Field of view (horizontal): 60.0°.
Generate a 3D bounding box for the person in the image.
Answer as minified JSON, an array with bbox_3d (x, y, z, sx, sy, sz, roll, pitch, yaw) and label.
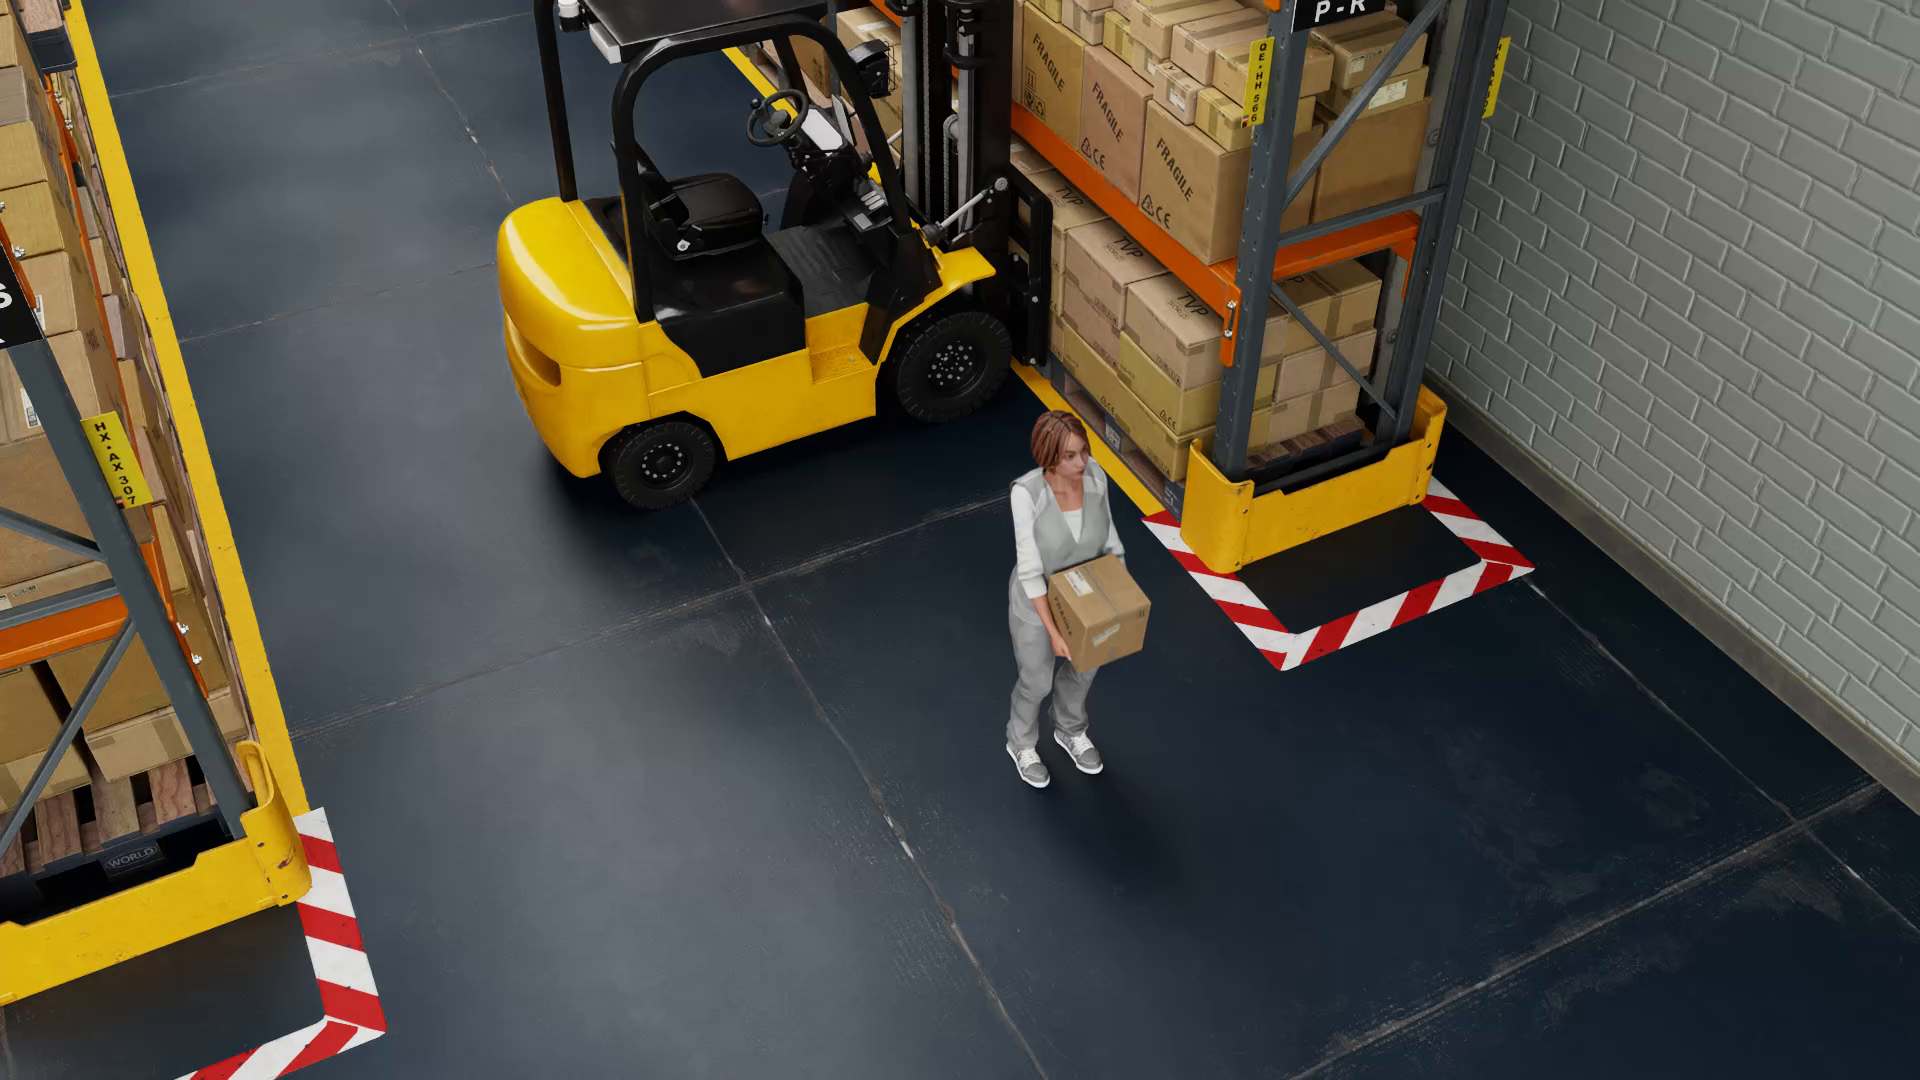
[{"bbox_3d":[0.386,0.269,5.870,0.406,1.588,0.492,-19,45,-20],"label":"person"}]
